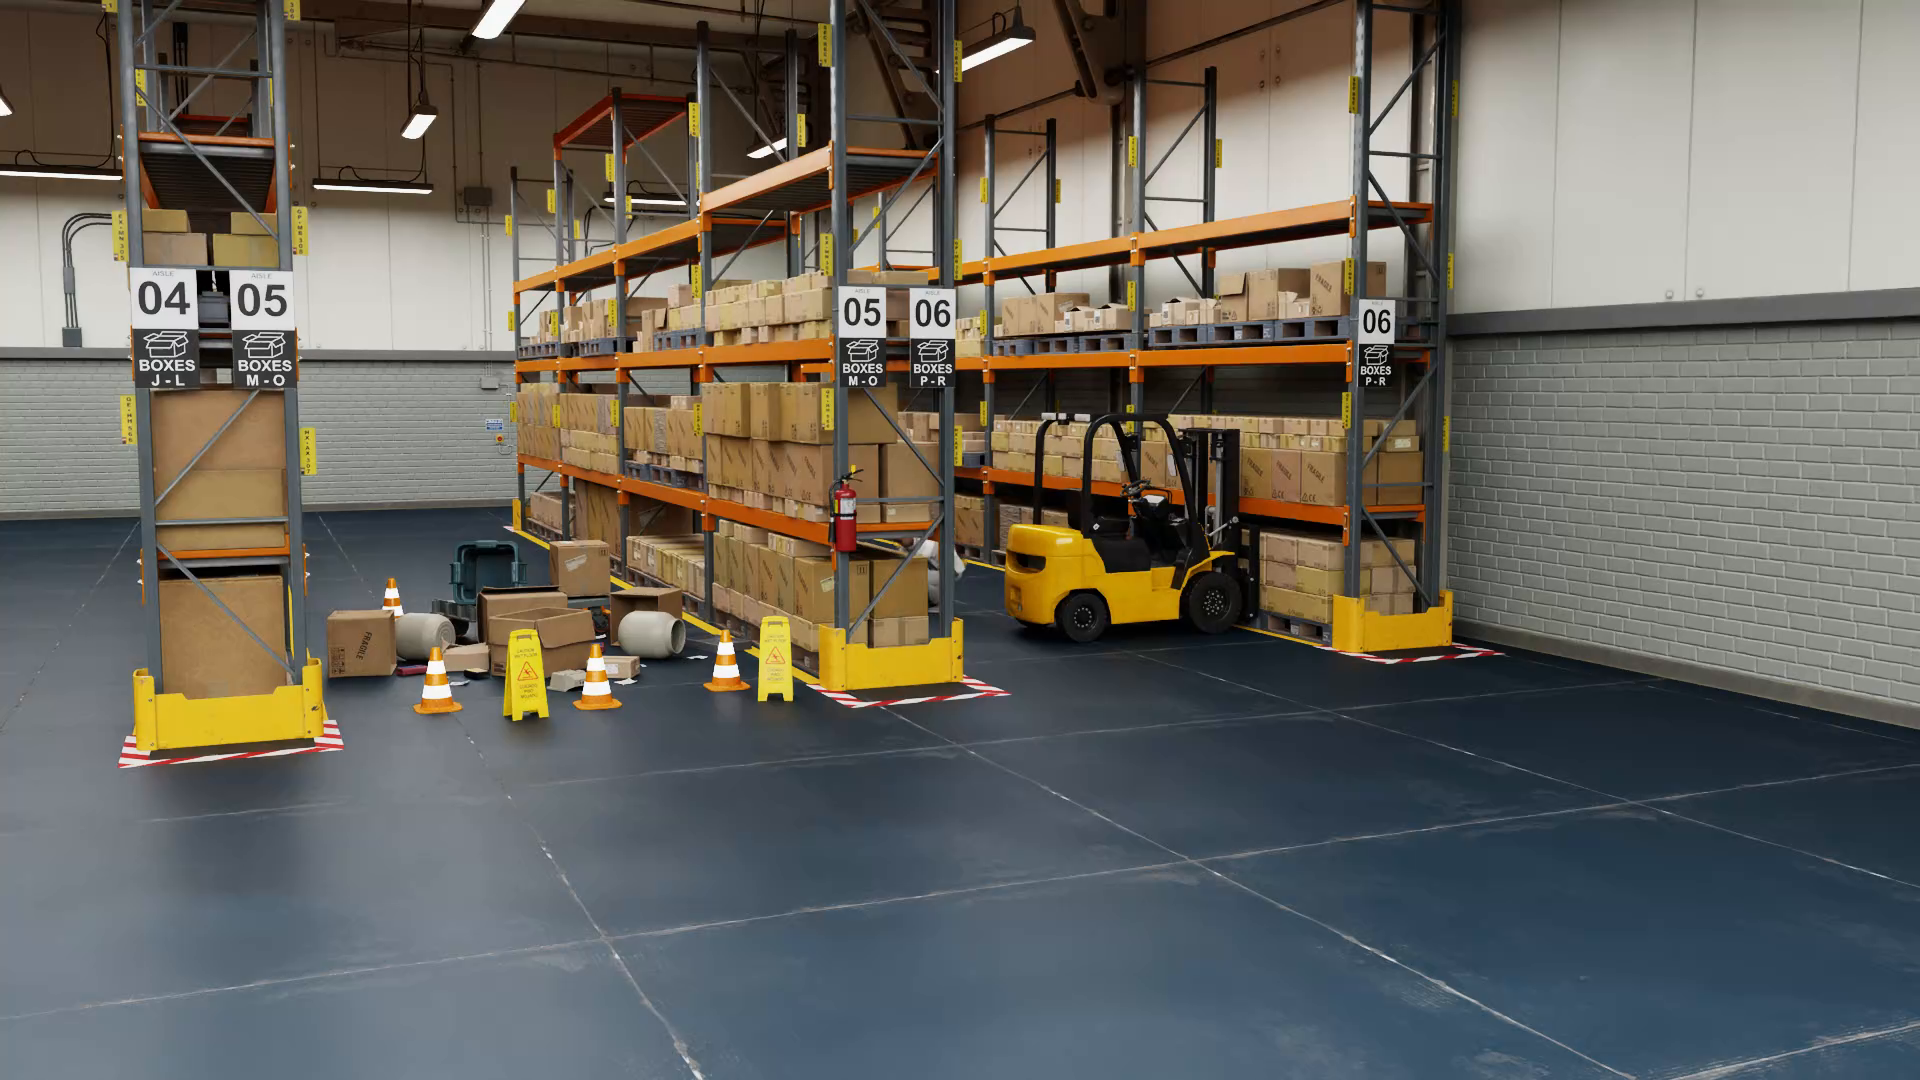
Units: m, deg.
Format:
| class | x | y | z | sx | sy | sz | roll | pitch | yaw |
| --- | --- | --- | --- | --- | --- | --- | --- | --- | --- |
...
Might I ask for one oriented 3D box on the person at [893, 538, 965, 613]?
| class | x | y | z | sx | sy | sz | roll | pitch | yaw |
| --- | --- | --- | --- | --- | --- | --- | --- | --- | --- |
| person | -0.395 | 0.277 | 17.826 | 0.909 | 1.008 | 0.560 | -2 | 6 | -24 |
